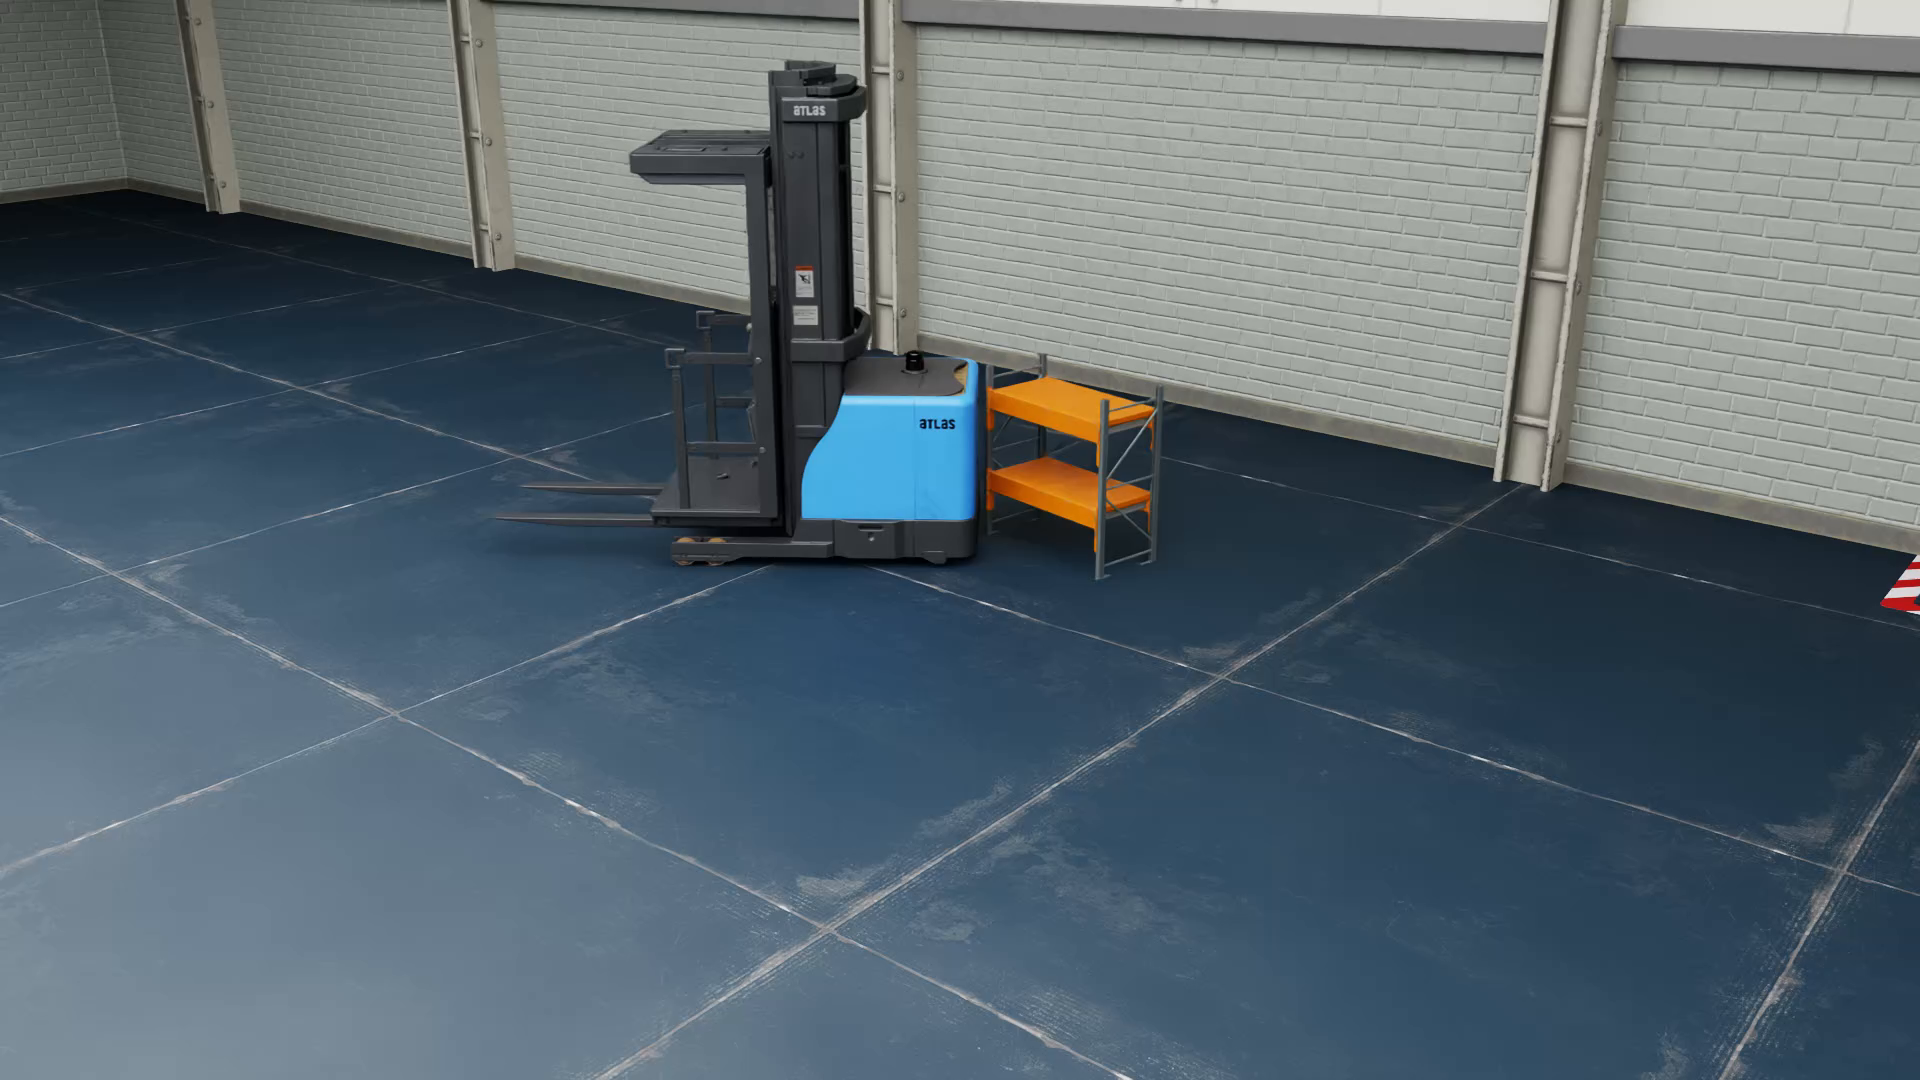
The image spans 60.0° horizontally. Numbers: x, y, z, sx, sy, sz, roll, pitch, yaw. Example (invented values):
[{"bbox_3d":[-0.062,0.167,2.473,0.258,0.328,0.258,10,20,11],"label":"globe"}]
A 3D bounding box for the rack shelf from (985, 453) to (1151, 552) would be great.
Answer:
[{"bbox_3d":[0.688,-0.249,10.427,0.538,0.278,1.000,-17,26,-37],"label":"rack shelf"}]

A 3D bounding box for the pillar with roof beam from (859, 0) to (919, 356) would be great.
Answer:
[{"bbox_3d":[-3.344,-4.792,10.623,0.400,9.000,9.100,16,26,36],"label":"pillar with roof beam"}]

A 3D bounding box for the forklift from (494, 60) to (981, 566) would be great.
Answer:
[{"bbox_3d":[-1.395,-1.399,10.224,3.031,2.935,1.130,1,21,2],"label":"forklift"}]

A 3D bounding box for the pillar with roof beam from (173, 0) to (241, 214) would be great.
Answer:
[{"bbox_3d":[-12.640,-7.470,17.723,0.400,9.000,9.100,16,26,36],"label":"pillar with roof beam"}]

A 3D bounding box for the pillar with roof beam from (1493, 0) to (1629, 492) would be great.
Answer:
[{"bbox_3d":[1.305,-3.454,7.074,0.400,9.000,9.100,16,26,36],"label":"pillar with roof beam"}]

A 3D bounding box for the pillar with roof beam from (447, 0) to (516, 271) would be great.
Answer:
[{"bbox_3d":[-7.992,-6.131,14.173,0.400,9.000,9.100,16,26,36],"label":"pillar with roof beam"}]

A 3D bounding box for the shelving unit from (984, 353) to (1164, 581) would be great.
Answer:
[{"bbox_3d":[0.688,-0.478,10.341,0.538,1.125,1.048,-17,26,-37],"label":"shelving unit"}]

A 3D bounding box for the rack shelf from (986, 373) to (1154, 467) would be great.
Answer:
[{"bbox_3d":[0.688,-0.752,10.237,0.538,0.278,1.000,-17,26,-37],"label":"rack shelf"}]

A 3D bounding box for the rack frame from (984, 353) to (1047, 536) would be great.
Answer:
[{"bbox_3d":[0.359,-0.615,10.704,0.500,1.125,0.032,-17,26,-37],"label":"rack frame"}]

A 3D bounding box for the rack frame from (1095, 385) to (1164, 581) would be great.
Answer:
[{"bbox_3d":[1.016,-0.341,9.978,0.500,1.125,0.032,-17,26,-37],"label":"rack frame"}]
